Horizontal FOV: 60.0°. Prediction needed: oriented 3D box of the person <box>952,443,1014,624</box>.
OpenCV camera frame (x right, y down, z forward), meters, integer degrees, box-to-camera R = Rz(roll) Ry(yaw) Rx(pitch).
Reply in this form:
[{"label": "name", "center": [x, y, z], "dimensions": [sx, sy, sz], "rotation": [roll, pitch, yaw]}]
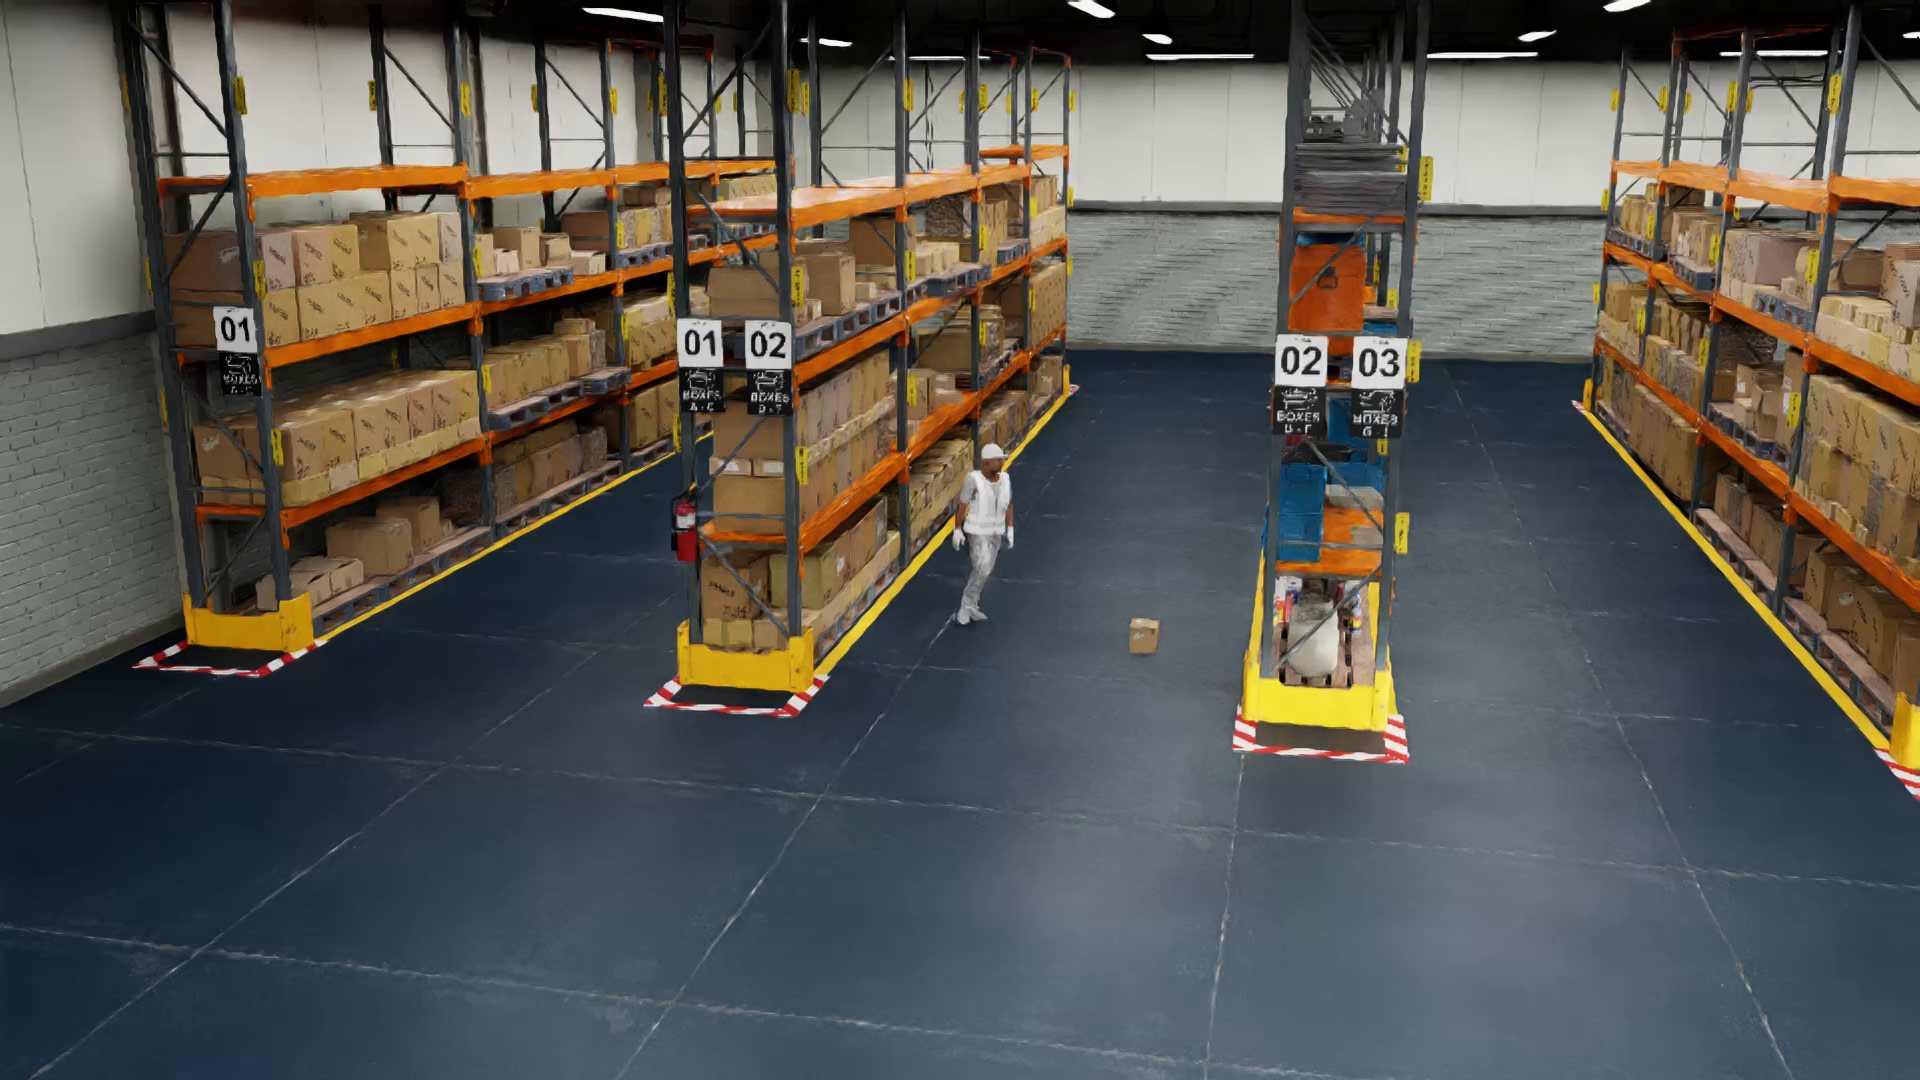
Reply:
[{"label": "person", "center": [0.231, -0.074, 16.152], "dimensions": [0.635, 1.765, 0.503], "rotation": [-12, 19, -38]}]
